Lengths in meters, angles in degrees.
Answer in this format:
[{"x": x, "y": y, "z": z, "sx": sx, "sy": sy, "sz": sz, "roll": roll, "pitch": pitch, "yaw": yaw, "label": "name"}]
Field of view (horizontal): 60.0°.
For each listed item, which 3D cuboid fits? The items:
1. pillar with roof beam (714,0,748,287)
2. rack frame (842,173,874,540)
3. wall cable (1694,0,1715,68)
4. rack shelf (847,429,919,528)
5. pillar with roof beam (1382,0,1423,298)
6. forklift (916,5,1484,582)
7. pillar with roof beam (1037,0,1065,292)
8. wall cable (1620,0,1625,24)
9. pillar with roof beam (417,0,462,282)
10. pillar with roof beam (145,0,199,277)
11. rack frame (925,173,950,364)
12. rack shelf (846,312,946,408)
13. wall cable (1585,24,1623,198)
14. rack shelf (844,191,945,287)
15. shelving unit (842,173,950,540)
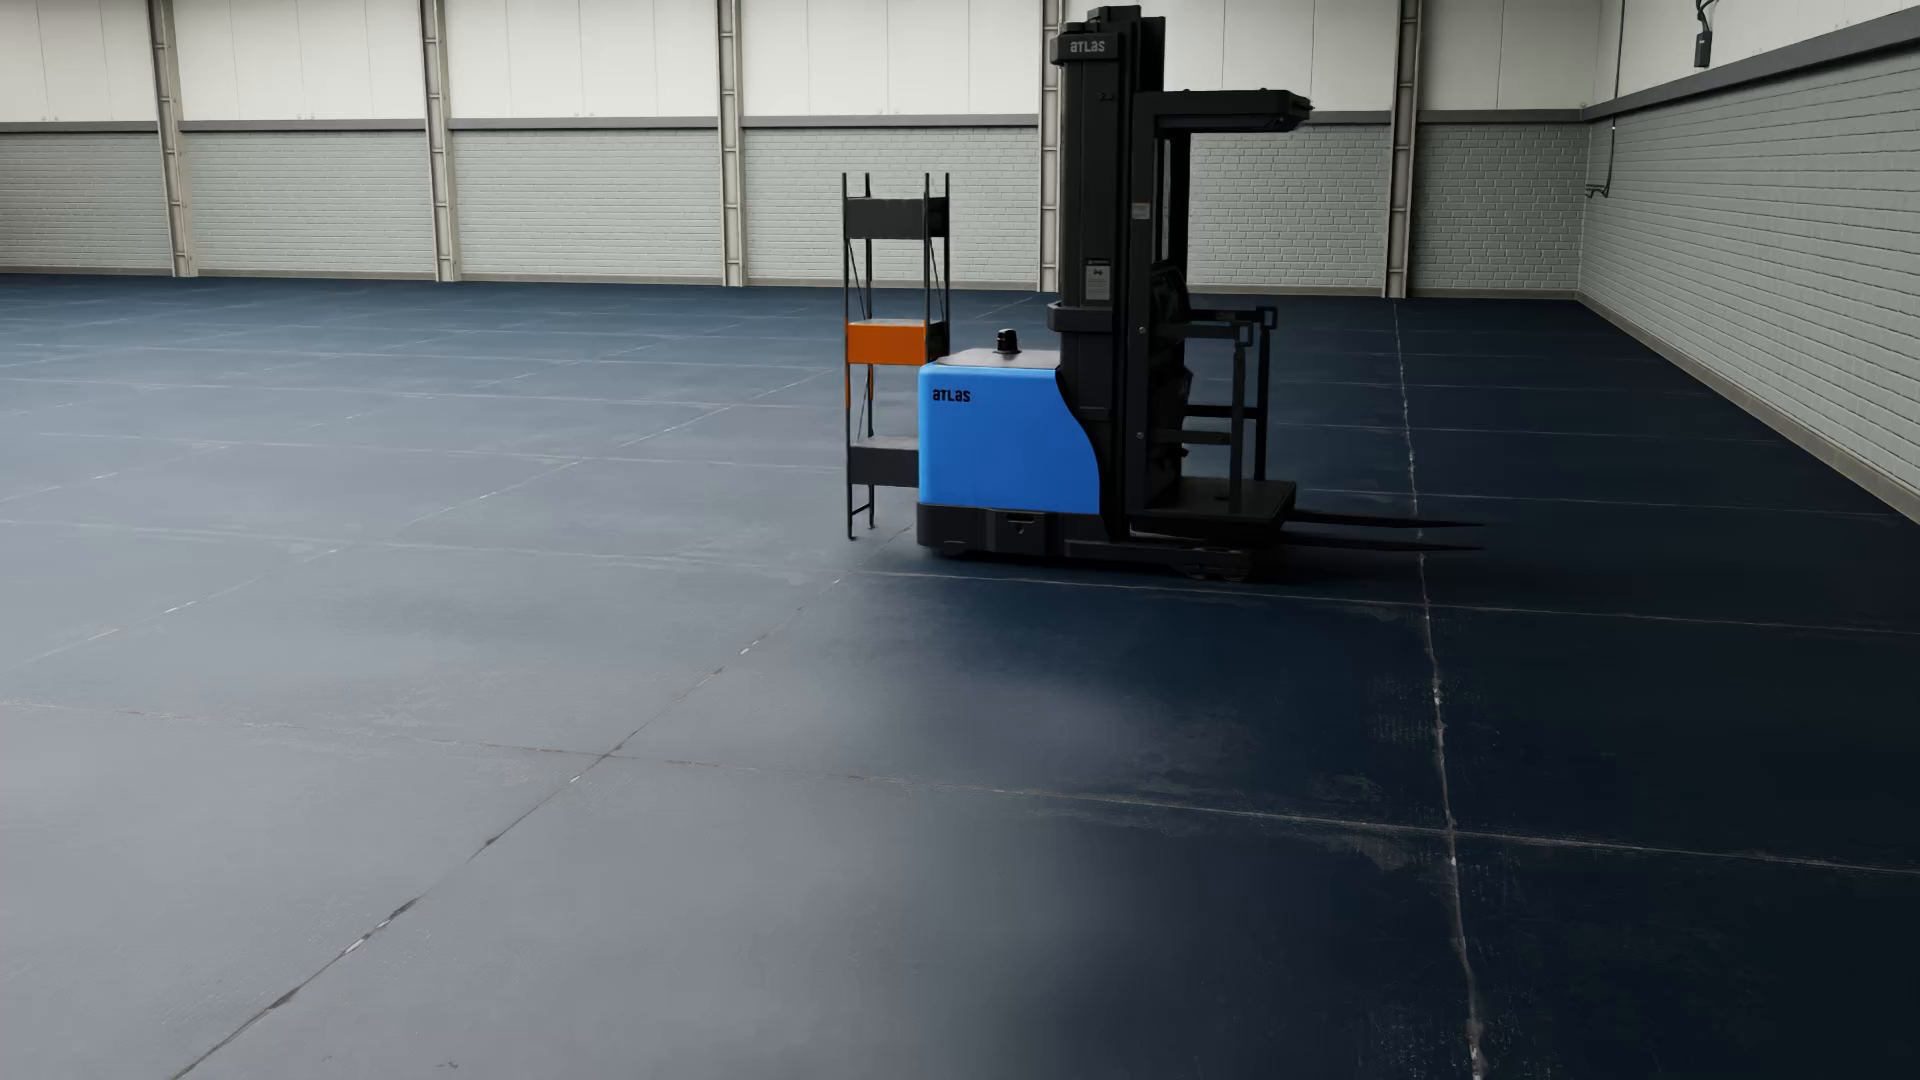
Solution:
[{"x": -5.253, "y": -8.271, "z": 26.239, "sx": 0.400, "sy": 9.000, "sz": 9.100, "roll": 3, "pitch": 13, "yaw": 14, "label": "pillar with roof beam"}, {"x": -0.592, "y": -1.065, "z": 9.687, "sx": 0.015, "sy": 2.100, "sz": 0.400, "roll": 4, "pitch": 13, "yaw": 17, "label": "rack frame"}, {"x": 7.682, "y": -7.788, "z": 16.208, "sx": 0.169, "sy": 6.003, "sz": 2.305, "roll": 3, "pitch": 13, "yaw": 14, "label": "wall cable"}, {"x": -0.360, "y": -0.353, "z": 9.770, "sx": 0.480, "sy": 0.518, "sz": 0.431, "roll": 4, "pitch": 13, "yaw": 17, "label": "rack shelf"}, {"x": 6.397, "y": -7.649, "z": 23.433, "sx": 0.400, "sy": 9.000, "sz": 9.100, "roll": 3, "pitch": 13, "yaw": 14, "label": "pillar with roof beam"}, {"x": 1.332, "y": -1.340, "z": 9.005, "sx": 3.031, "sy": 2.935, "sz": 1.130, "roll": 4, "pitch": 13, "yaw": 17, "label": "forklift"}, {"x": 0.572, "y": -7.960, "z": 24.836, "sx": 0.400, "sy": 9.000, "sz": 9.100, "roll": 3, "pitch": 13, "yaw": 14, "label": "pillar with roof beam"}, {"x": 9.324, "y": -8.504, "z": 22.796, "sx": 0.112, "sy": 2.526, "sz": 3.097, "roll": 3, "pitch": 13, "yaw": 14, "label": "wall cable"}, {"x": -11.078, "y": -8.583, "z": 27.643, "sx": 0.400, "sy": 9.000, "sz": 9.100, "roll": 3, "pitch": 13, "yaw": 14, "label": "pillar with roof beam"}, {"x": -16.903, "y": -8.894, "z": 29.046, "sx": 0.400, "sy": 9.000, "sz": 9.100, "roll": 3, "pitch": 13, "yaw": 14, "label": "pillar with roof beam"}, {"x": -0.127, "y": -1.033, "z": 9.544, "sx": 0.015, "sy": 2.100, "sz": 0.400, "roll": 4, "pitch": 13, "yaw": 17, "label": "rack frame"}, {"x": -0.360, "y": -1.036, "z": 9.618, "sx": 0.480, "sy": 0.518, "sz": 0.431, "roll": 4, "pitch": 13, "yaw": 17, "label": "rack shelf"}, {"x": 9.972, "y": -6.607, "z": 25.907, "sx": 0.112, "sy": 2.526, "sz": 3.097, "roll": 3, "pitch": 13, "yaw": 14, "label": "wall cable"}, {"x": -0.360, "y": -1.719, "z": 9.467, "sx": 0.480, "sy": 0.518, "sz": 0.431, "roll": 4, "pitch": 13, "yaw": 17, "label": "rack shelf"}, {"x": -0.360, "y": -1.049, "z": 9.615, "sx": 0.503, "sy": 2.100, "sz": 0.431, "roll": 4, "pitch": 13, "yaw": 17, "label": "shelving unit"}]
